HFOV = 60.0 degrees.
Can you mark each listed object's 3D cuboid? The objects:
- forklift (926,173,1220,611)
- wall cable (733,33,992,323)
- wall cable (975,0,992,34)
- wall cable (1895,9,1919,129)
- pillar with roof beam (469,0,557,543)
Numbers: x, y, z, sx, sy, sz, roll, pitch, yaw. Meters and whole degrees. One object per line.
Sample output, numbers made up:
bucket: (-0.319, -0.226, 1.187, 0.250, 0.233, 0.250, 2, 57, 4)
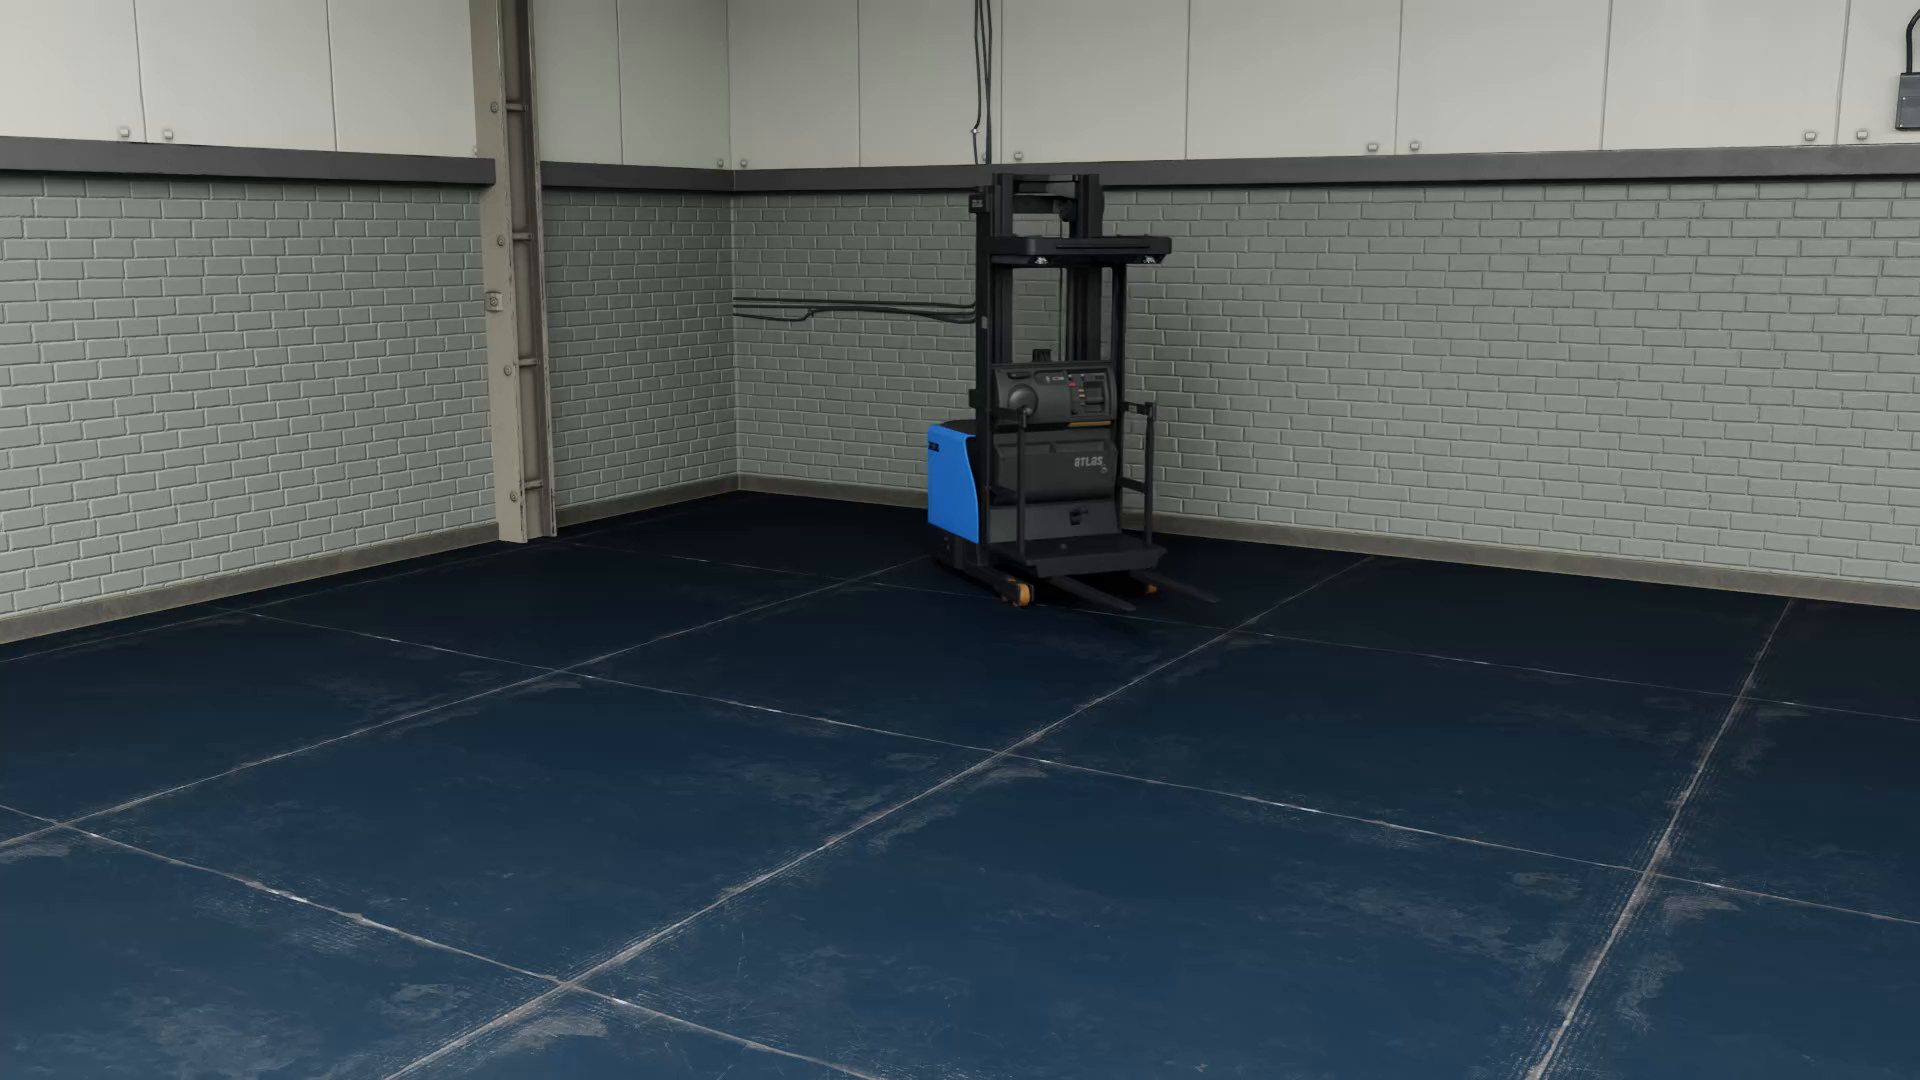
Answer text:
forklift: (0.768, -1.068, 11.610, 1.130, 2.935, 3.031, -4, 11, -22)
wall cable: (-0.978, -3.254, 15.236, 3.097, 2.526, 0.112, 6, 12, 31)
wall cable: (1.334, -5.478, 13.391, 3.097, 2.526, 0.112, 6, 12, 31)
wall cable: (7.127, -5.543, 9.779, 2.305, 6.003, 0.169, 6, 12, 31)
pillar with roof beam: (0.041, -4.032, 10.953, 9.100, 9.000, 0.400, 6, 12, 31)
